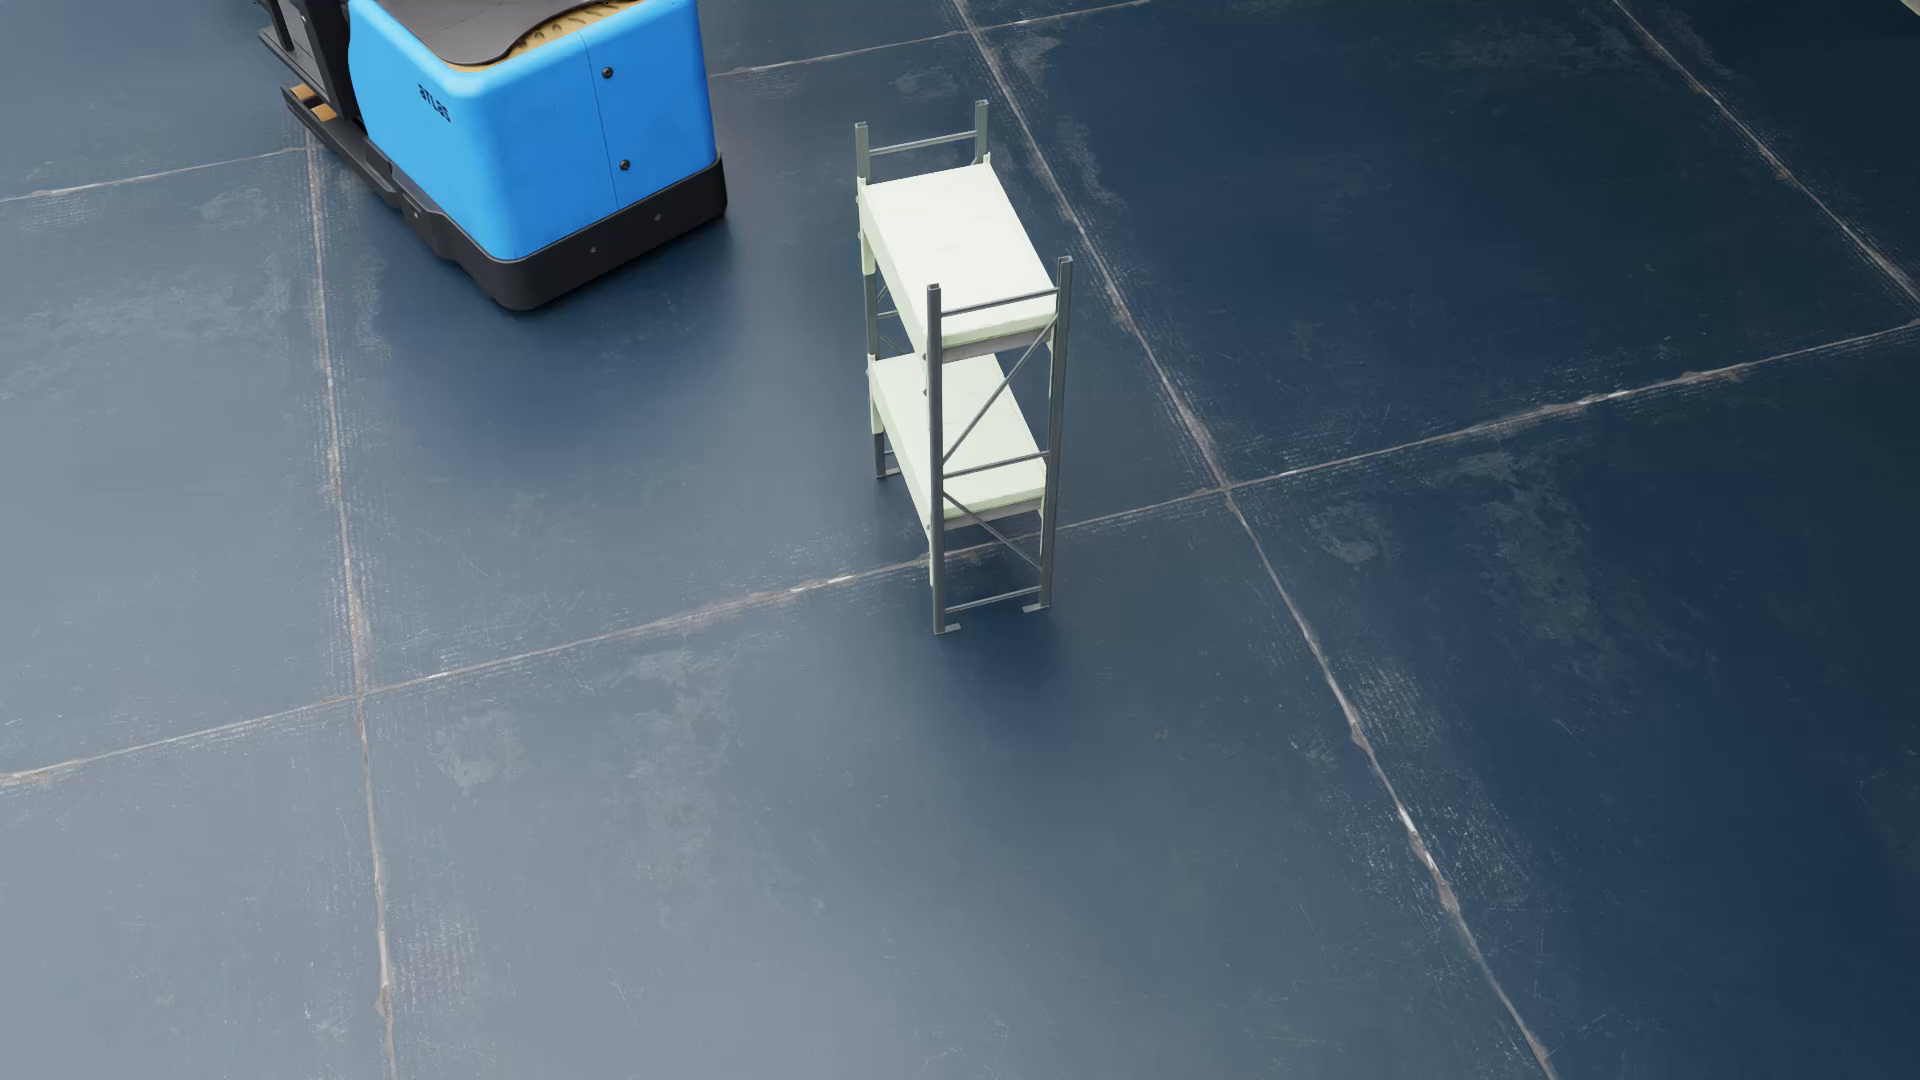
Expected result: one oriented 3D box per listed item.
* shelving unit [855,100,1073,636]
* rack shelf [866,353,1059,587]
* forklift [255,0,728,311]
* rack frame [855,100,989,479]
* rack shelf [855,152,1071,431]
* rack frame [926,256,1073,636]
[{"bbox_3d":[-0.002,-0.488,5.181,0.431,1.500,0.755,-13,51,-11],"label":"shelving unit"},{"bbox_3d":[-0.002,-0.278,5.430,0.431,0.370,0.720,-13,51,-11],"label":"rack shelf"},{"bbox_3d":[-2.294,-2.886,6.266,1.130,2.935,3.031,-33,57,-25],"label":"forklift"},{"bbox_3d":[-0.110,-0.756,5.406,0.400,1.500,0.023,-13,51,-11],"label":"rack frame"},{"bbox_3d":[-0.002,-0.740,4.882,0.431,0.370,0.720,-13,51,-11],"label":"rack shelf"},{"bbox_3d":[0.106,-0.221,4.955,0.400,1.500,0.023,-13,51,-11],"label":"rack frame"}]
